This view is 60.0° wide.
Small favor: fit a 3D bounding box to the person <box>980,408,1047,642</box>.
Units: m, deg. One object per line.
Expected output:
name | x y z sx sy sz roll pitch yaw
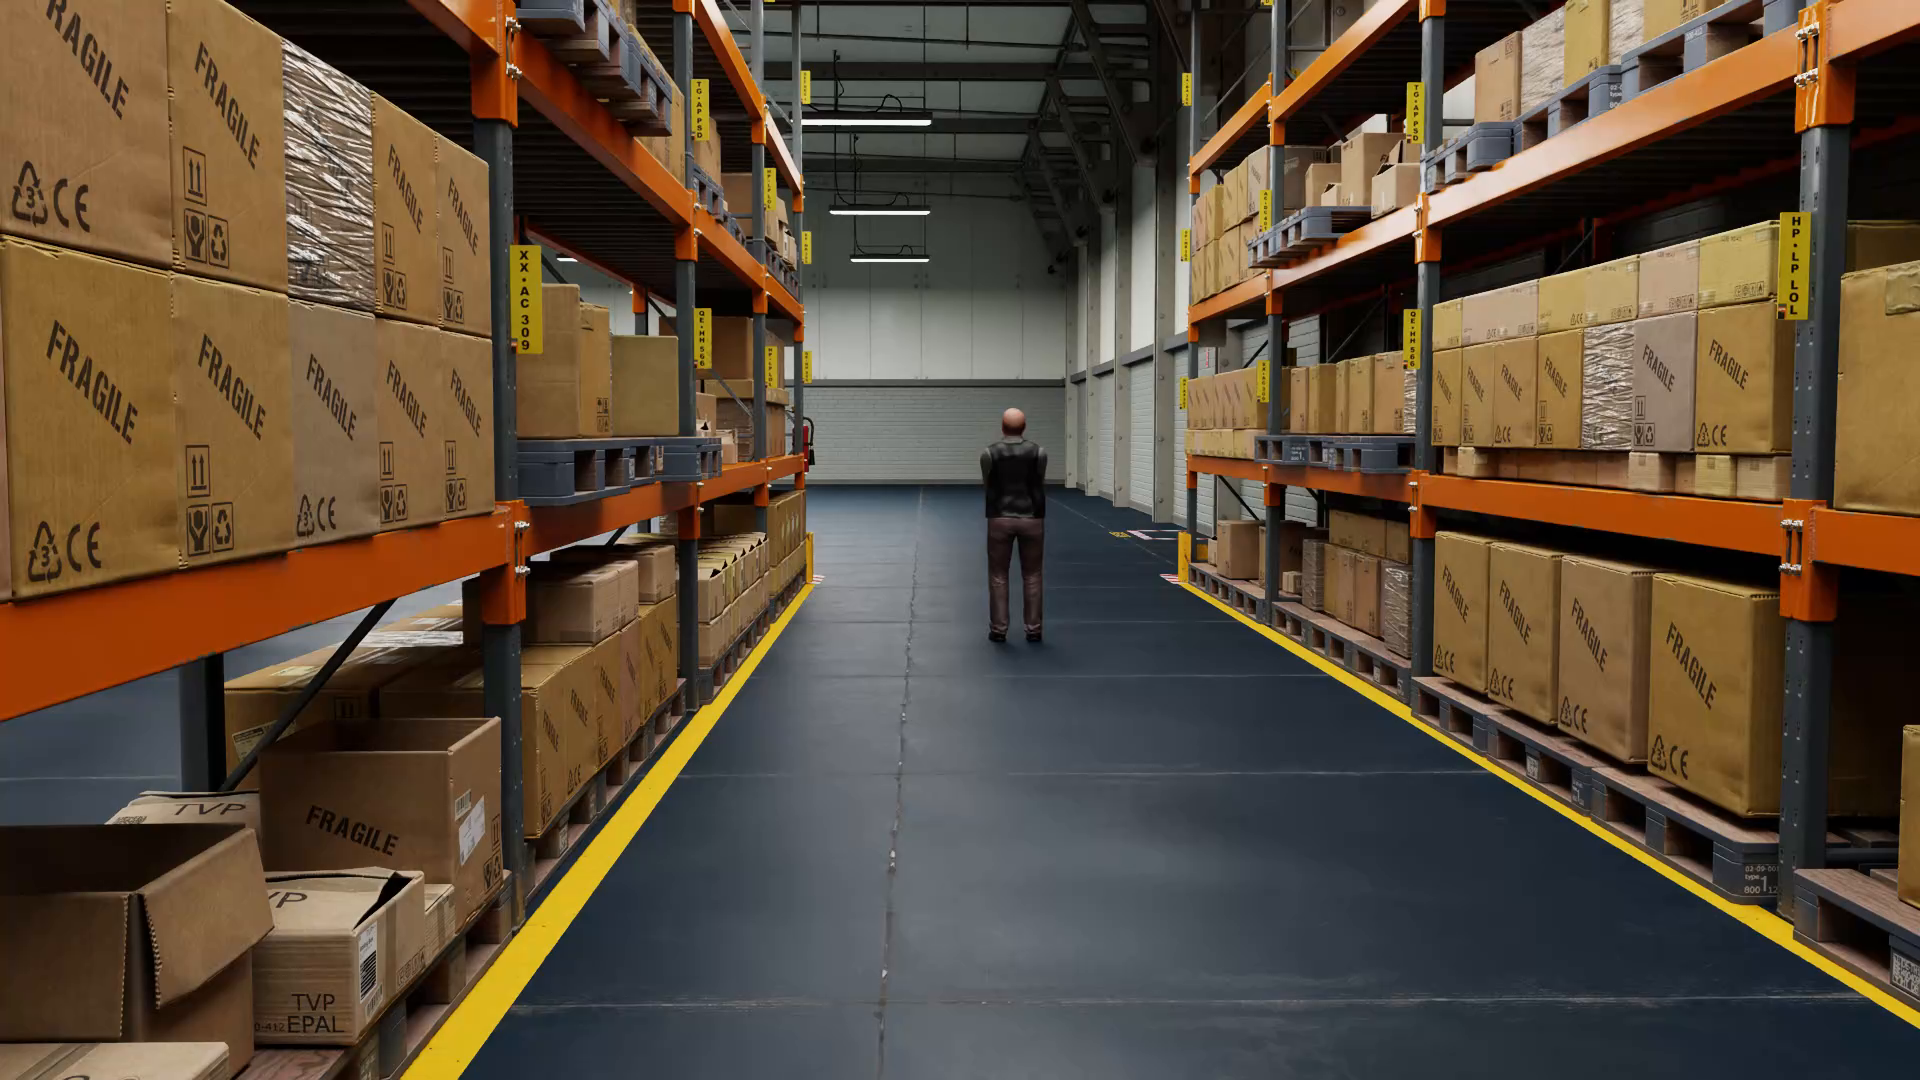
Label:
person | 0.391 -0.118 12.304 0.494 1.711 0.551 0 4 -1
